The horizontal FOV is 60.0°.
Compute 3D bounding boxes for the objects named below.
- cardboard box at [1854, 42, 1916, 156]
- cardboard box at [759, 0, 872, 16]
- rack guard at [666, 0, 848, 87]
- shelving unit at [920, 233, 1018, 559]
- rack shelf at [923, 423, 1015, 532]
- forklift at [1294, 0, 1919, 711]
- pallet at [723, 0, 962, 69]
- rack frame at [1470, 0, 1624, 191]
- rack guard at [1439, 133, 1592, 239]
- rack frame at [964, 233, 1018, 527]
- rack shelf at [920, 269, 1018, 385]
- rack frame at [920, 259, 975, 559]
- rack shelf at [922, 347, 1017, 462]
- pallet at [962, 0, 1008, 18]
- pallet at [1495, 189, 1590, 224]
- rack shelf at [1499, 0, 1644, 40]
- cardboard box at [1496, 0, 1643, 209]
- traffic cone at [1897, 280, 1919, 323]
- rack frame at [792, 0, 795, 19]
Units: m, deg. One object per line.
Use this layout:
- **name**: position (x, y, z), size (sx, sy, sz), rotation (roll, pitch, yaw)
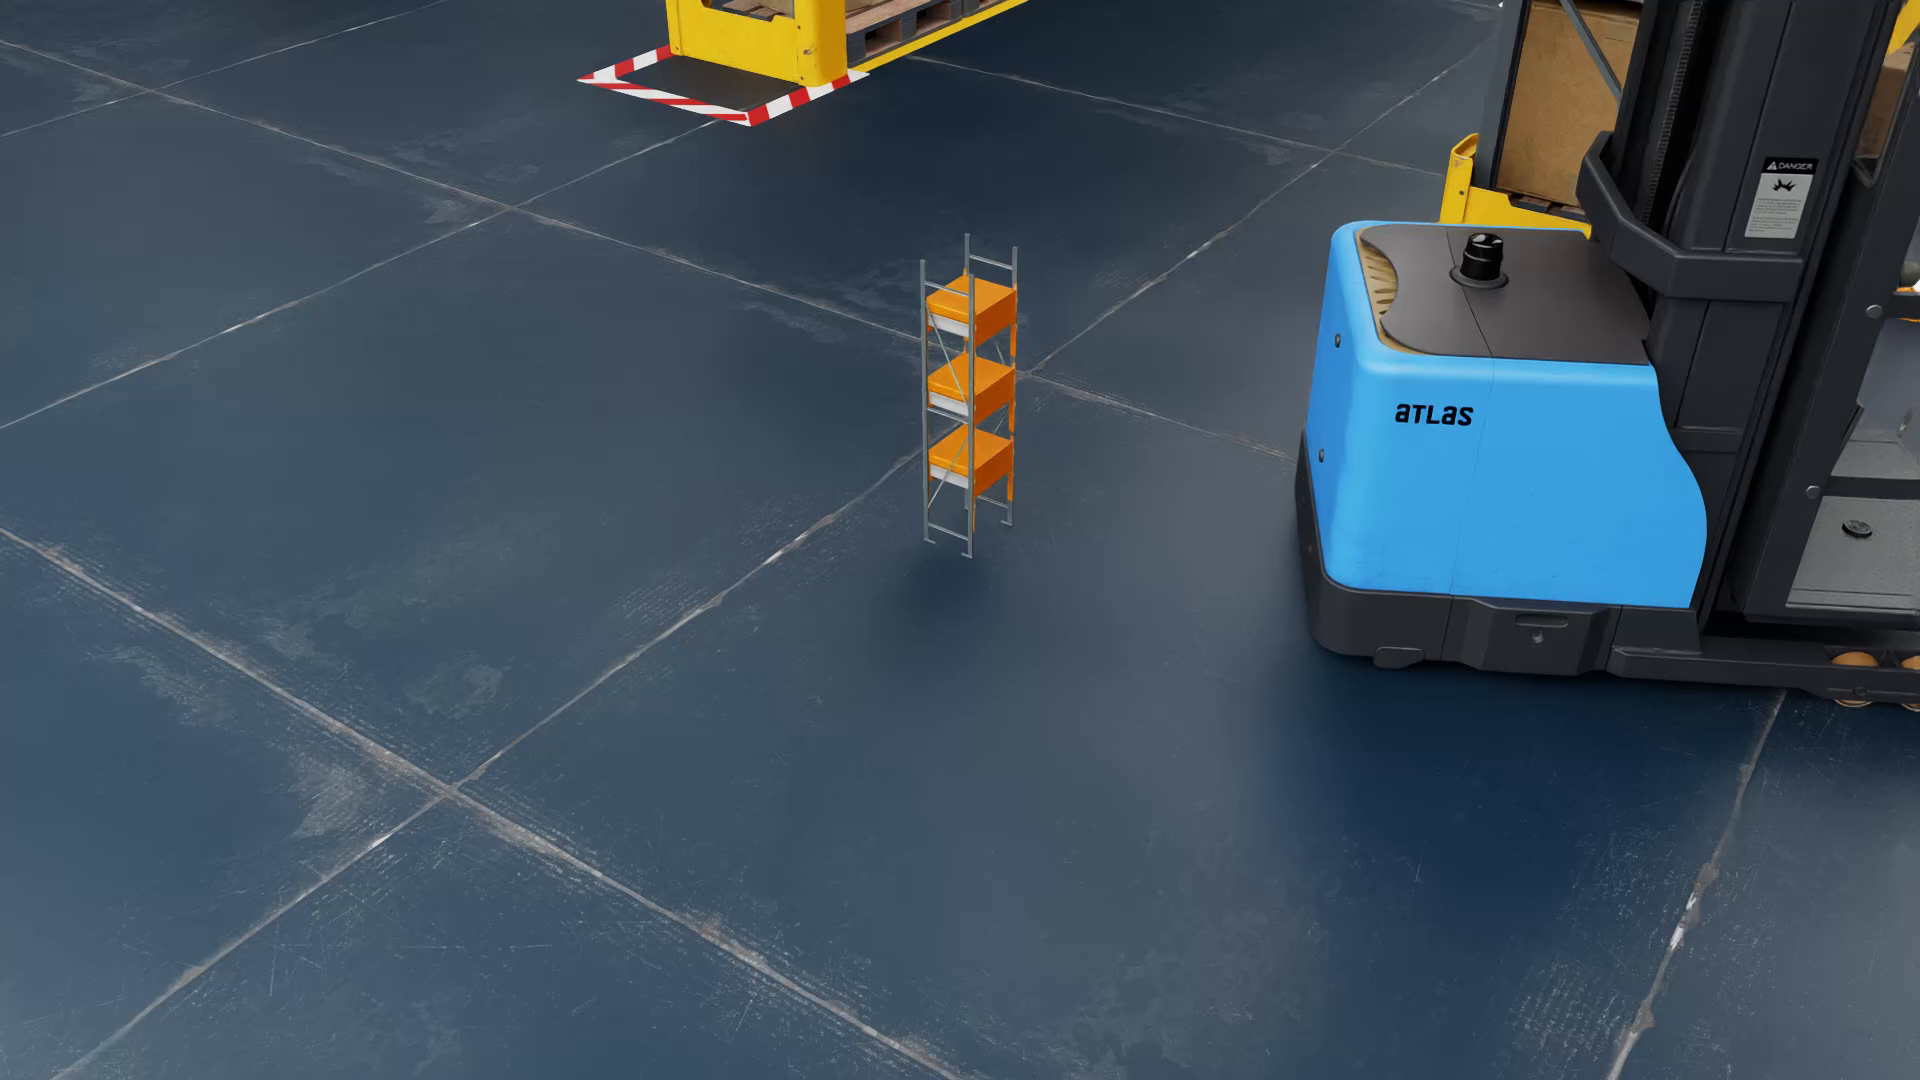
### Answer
- **cardboard box**: position (4.996, -2.215, 8.576), size (0.500, 0.500, 0.500), rotation (29, 44, 36)
- **cardboard box**: position (-0.890, -3.502, 10.107), size (0.500, 0.500, 0.500), rotation (-29, 43, -35)
- **rack guard**: position (-1.217, -3.081, 9.859), size (1.175, 0.500, 0.348), rotation (21, 39, 28)
- **shelving unit**: position (0.031, -0.460, 5.492), size (0.215, 1.050, 0.252), rotation (21, 39, 28)
- **rack shelf**: position (0.031, -0.221, 5.654), size (0.215, 0.259, 0.240), rotation (21, 39, 28)
- **forklift**: position (2.648, -1.014, 4.633), size (3.031, 2.935, 1.130), rotation (3, 34, 5)
- **pallet**: position (-0.724, -3.324, 10.476), size (1.003, 0.211, 1.213), rotation (21, 39, 28)
- **rack frame**: position (2.757, -2.450, 6.696), size (1.000, 3.000, 0.127), rotation (21, 39, 28)
- **rack guard**: position (2.744, -1.404, 7.380), size (1.175, 0.500, 0.348), rotation (21, 39, 28)
- **rack frame**: position (0.100, -0.516, 5.575), size (0.200, 1.050, 0.008), rotation (21, 39, 28)
- **rack shelf**: position (0.031, -0.686, 5.339), size (0.215, 0.259, 0.240), rotation (21, 39, 28)
- **rack frame**: position (-0.039, -0.403, 5.409), size (0.200, 1.050, 0.008), rotation (21, 39, 28)
- **rack shelf**: position (0.031, -0.451, 5.498), size (0.215, 0.259, 0.240), rotation (21, 39, 28)
- **pallet**: position (-0.028, -3.883, 11.303), size (1.003, 0.211, 1.213), rotation (21, 39, 28)
- **pallet**: position (3.149, -1.688, 8.058), size (1.003, 0.211, 1.213), rotation (21, 39, 28)
- **rack shelf**: position (3.898, -3.073, 8.258), size (1.077, 0.370, 4.000), rotation (21, 39, 28)
- **cardboard box**: position (3.090, -2.077, 7.666), size (0.875, 0.875, 0.875), rotation (21, 40, 28)
- **traffic cone**: position (4.227, -1.190, 7.097), size (0.336, 0.463, 0.334), rotation (21, 39, 28)
- **rack frame**: position (-1.260, -4.081, 9.107), size (1.000, 3.000, 0.127), rotation (21, 39, 28)
